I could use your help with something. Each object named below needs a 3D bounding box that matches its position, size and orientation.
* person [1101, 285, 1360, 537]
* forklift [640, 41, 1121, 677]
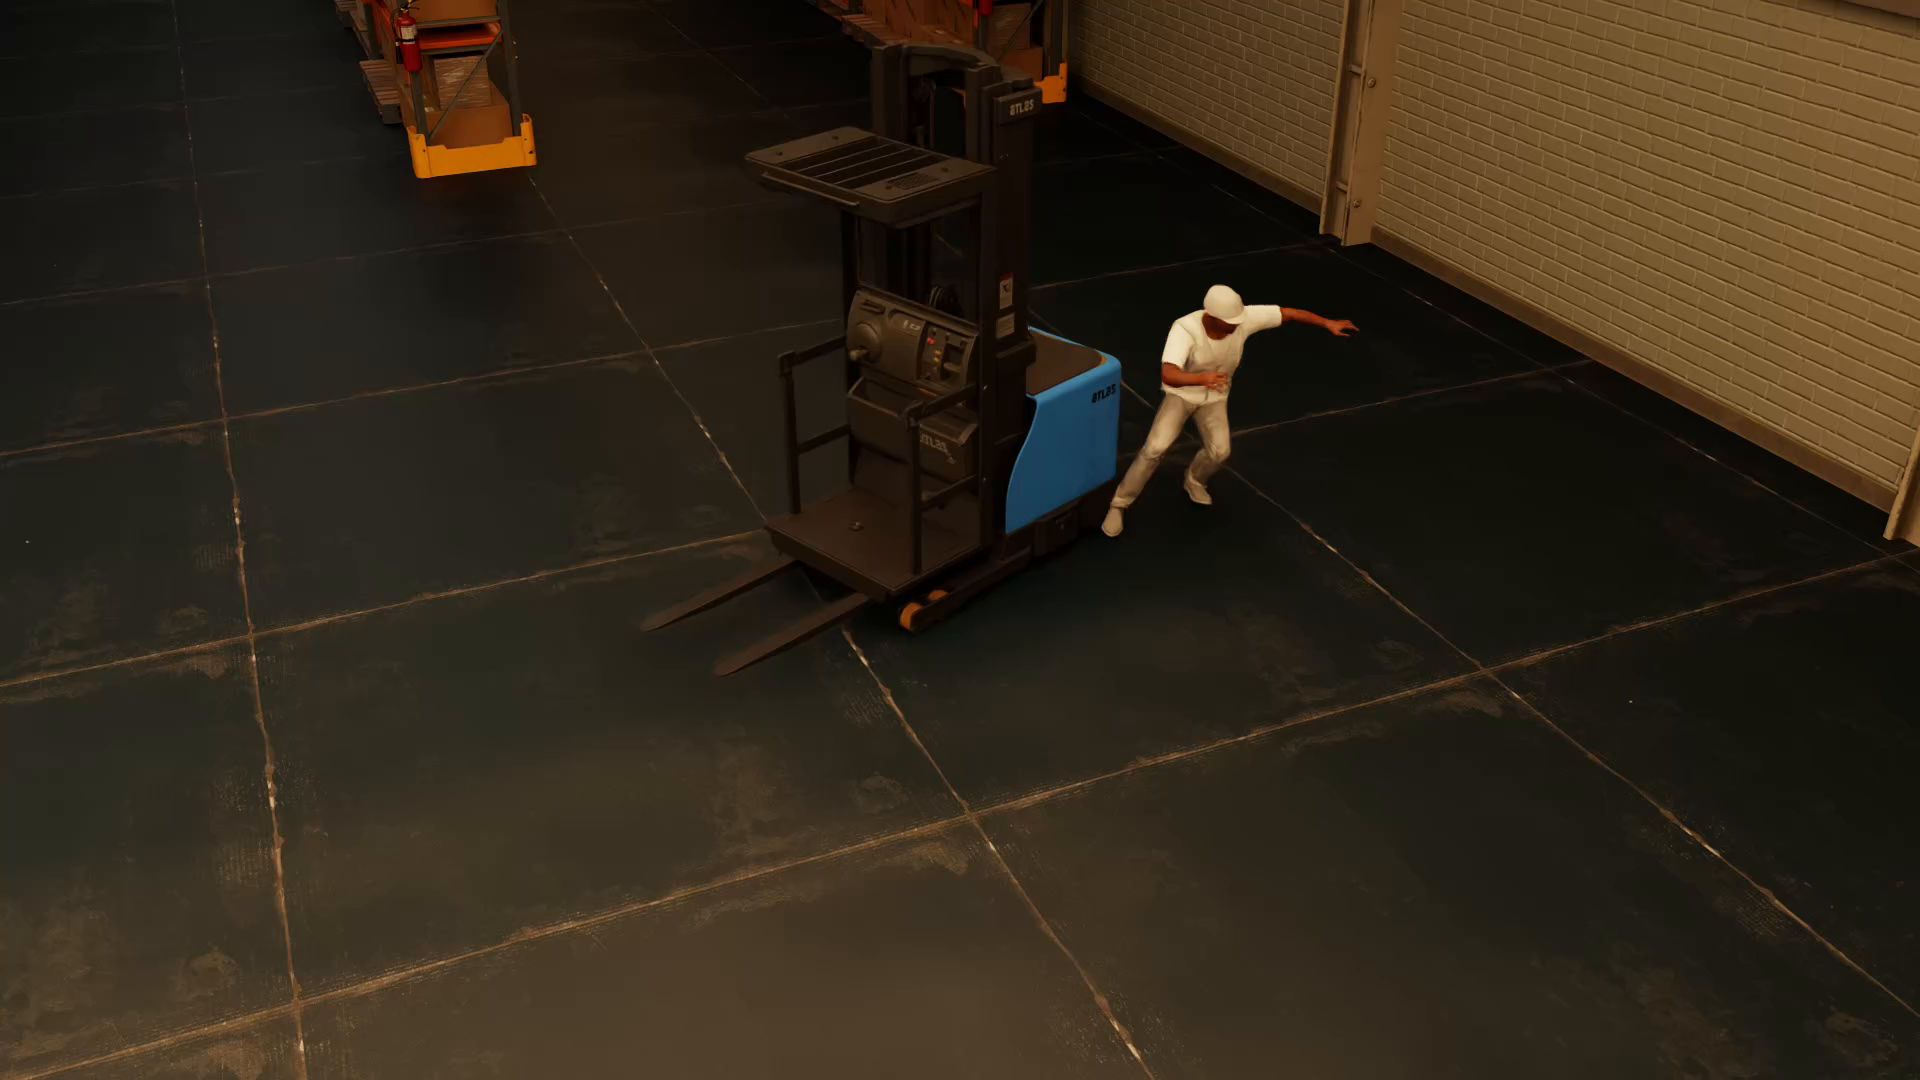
[{"bbox_3d":[1.592,-0.841,10.018,1.567,1.483,0.801,-8,31,-14],"label":"person"},{"bbox_3d":[-0.415,-1.046,8.950,1.130,2.935,3.031,25,38,37],"label":"forklift"}]
